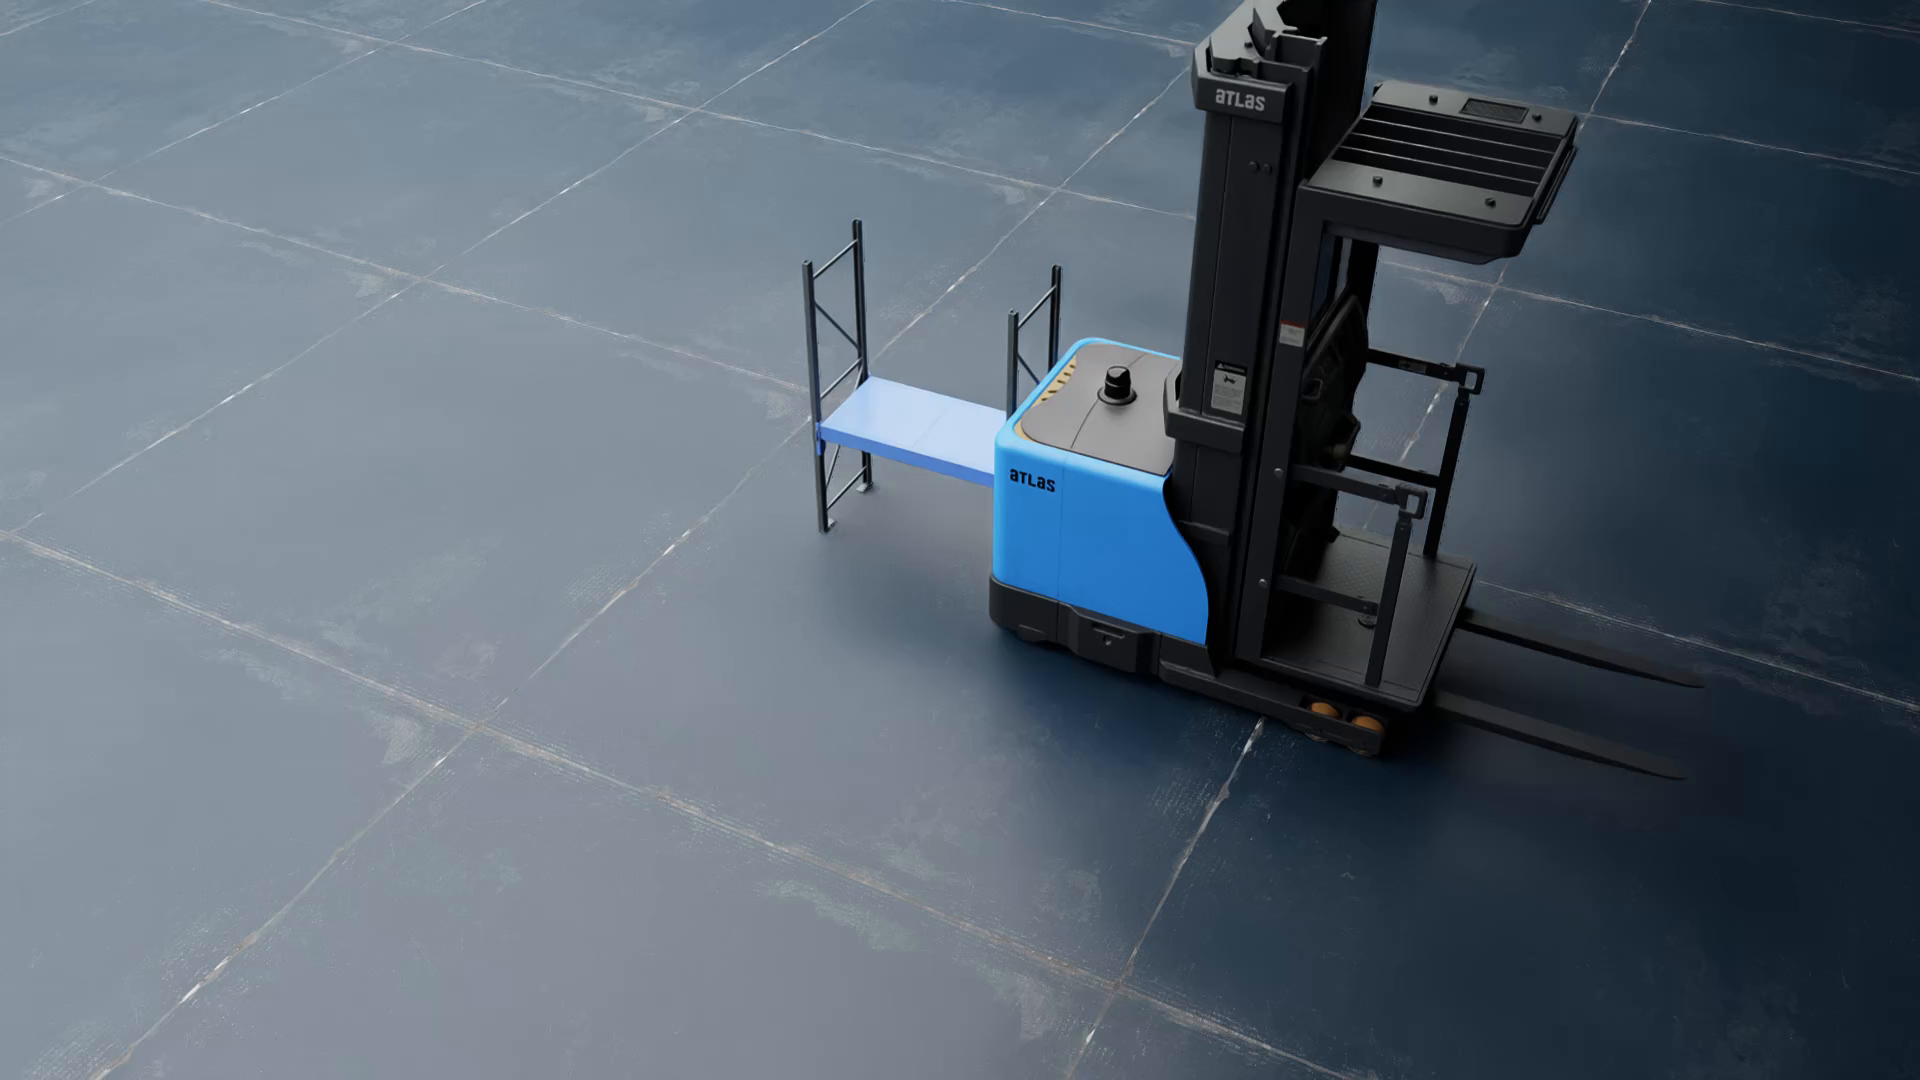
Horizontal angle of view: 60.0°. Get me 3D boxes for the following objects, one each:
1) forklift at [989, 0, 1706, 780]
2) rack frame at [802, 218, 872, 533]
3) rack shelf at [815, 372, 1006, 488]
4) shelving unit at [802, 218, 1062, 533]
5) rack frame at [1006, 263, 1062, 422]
[{"bbox_3d":[1.688,-0.621,6.664,3.031,2.935,1.130,17,40,21],"label":"forklift"},{"bbox_3d":[-0.583,-0.770,8.043,0.032,1.500,0.500,17,40,21],"label":"rack frame"},{"bbox_3d":[-0.127,-0.490,7.972,1.000,0.185,0.538,17,40,21],"label":"rack shelf"},{"bbox_3d":[-0.127,-0.633,7.864,1.048,1.500,0.538,17,40,21],"label":"shelving unit"},{"bbox_3d":[0.328,-0.497,7.684,0.032,1.500,0.500,17,40,21],"label":"rack frame"}]
